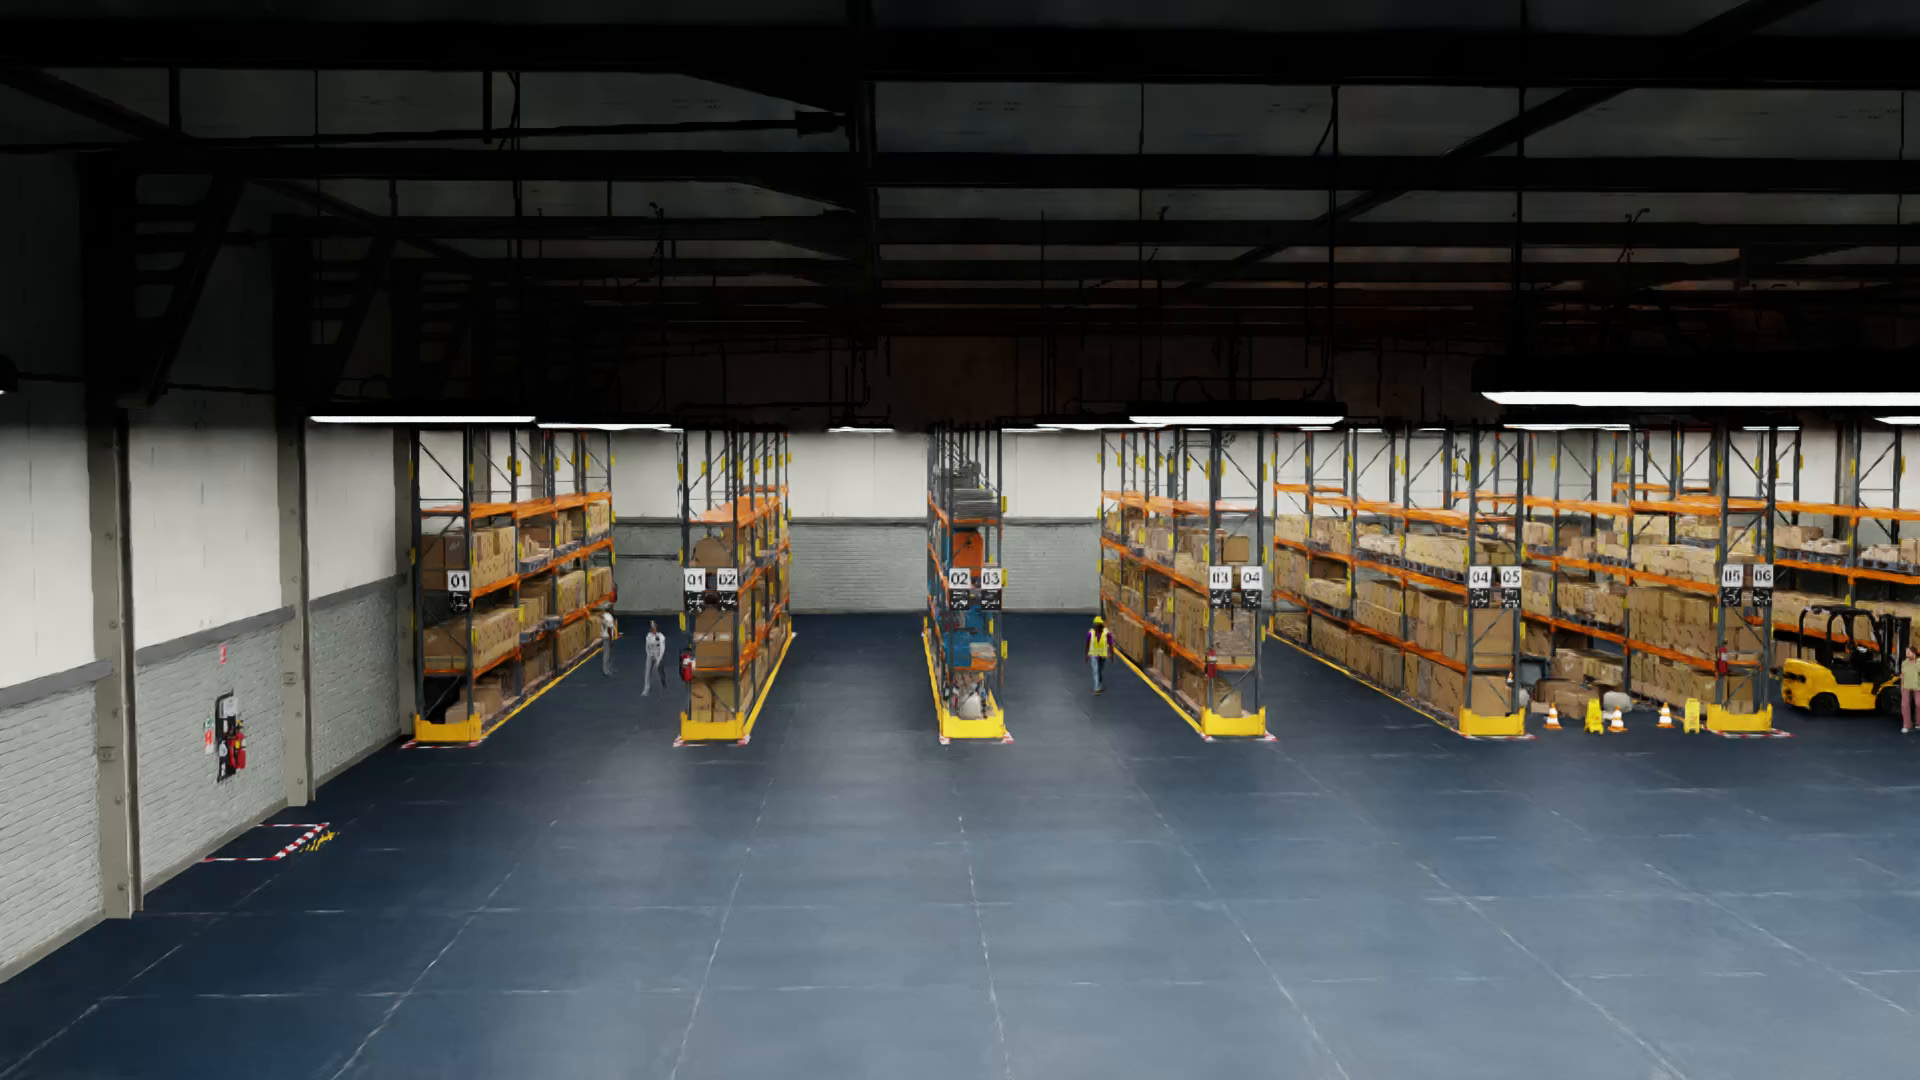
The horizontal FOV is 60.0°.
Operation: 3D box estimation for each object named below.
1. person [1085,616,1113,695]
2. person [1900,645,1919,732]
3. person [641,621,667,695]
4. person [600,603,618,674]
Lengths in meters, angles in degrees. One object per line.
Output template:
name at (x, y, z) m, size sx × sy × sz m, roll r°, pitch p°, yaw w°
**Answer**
person at (3.068, 2.527, 36.560) m, size 0.591 × 1.714 × 1.042 m, roll 0°, pitch 4°, yaw -3°
person at (18.344, 2.850, 31.975) m, size 0.490 × 1.661 × 0.590 m, roll 3°, pitch 5°, yaw 44°
person at (-6.675, 2.561, 36.444) m, size 0.482 × 1.621 × 0.997 m, roll 0°, pitch 4°, yaw 6°
person at (-8.352, 2.332, 39.624) m, size 0.443 × 1.680 × 0.545 m, roll -2°, pitch 4°, yaw -25°
